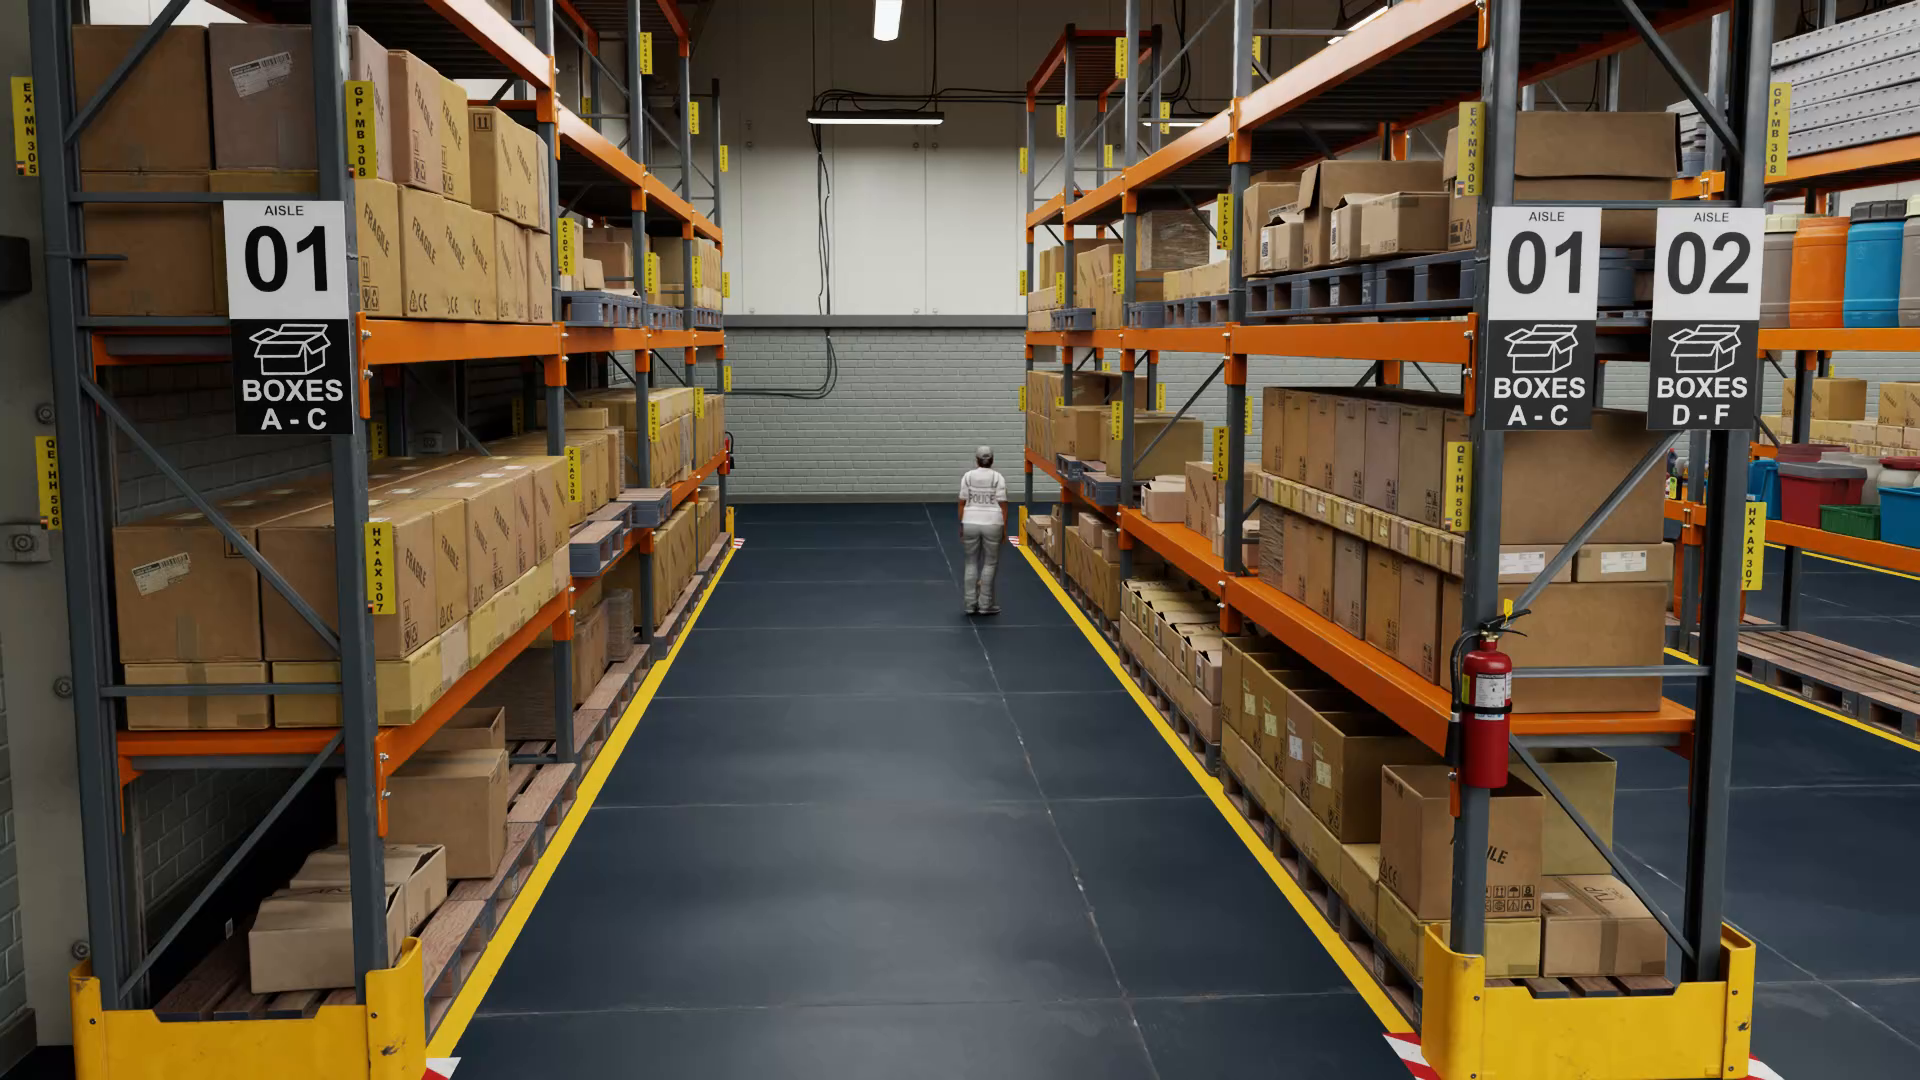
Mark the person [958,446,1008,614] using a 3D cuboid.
[{"bbox_3d":[0.230,-0.099,16.449,0.503,1.670,0.399,1,7,12],"label":"person"}]
